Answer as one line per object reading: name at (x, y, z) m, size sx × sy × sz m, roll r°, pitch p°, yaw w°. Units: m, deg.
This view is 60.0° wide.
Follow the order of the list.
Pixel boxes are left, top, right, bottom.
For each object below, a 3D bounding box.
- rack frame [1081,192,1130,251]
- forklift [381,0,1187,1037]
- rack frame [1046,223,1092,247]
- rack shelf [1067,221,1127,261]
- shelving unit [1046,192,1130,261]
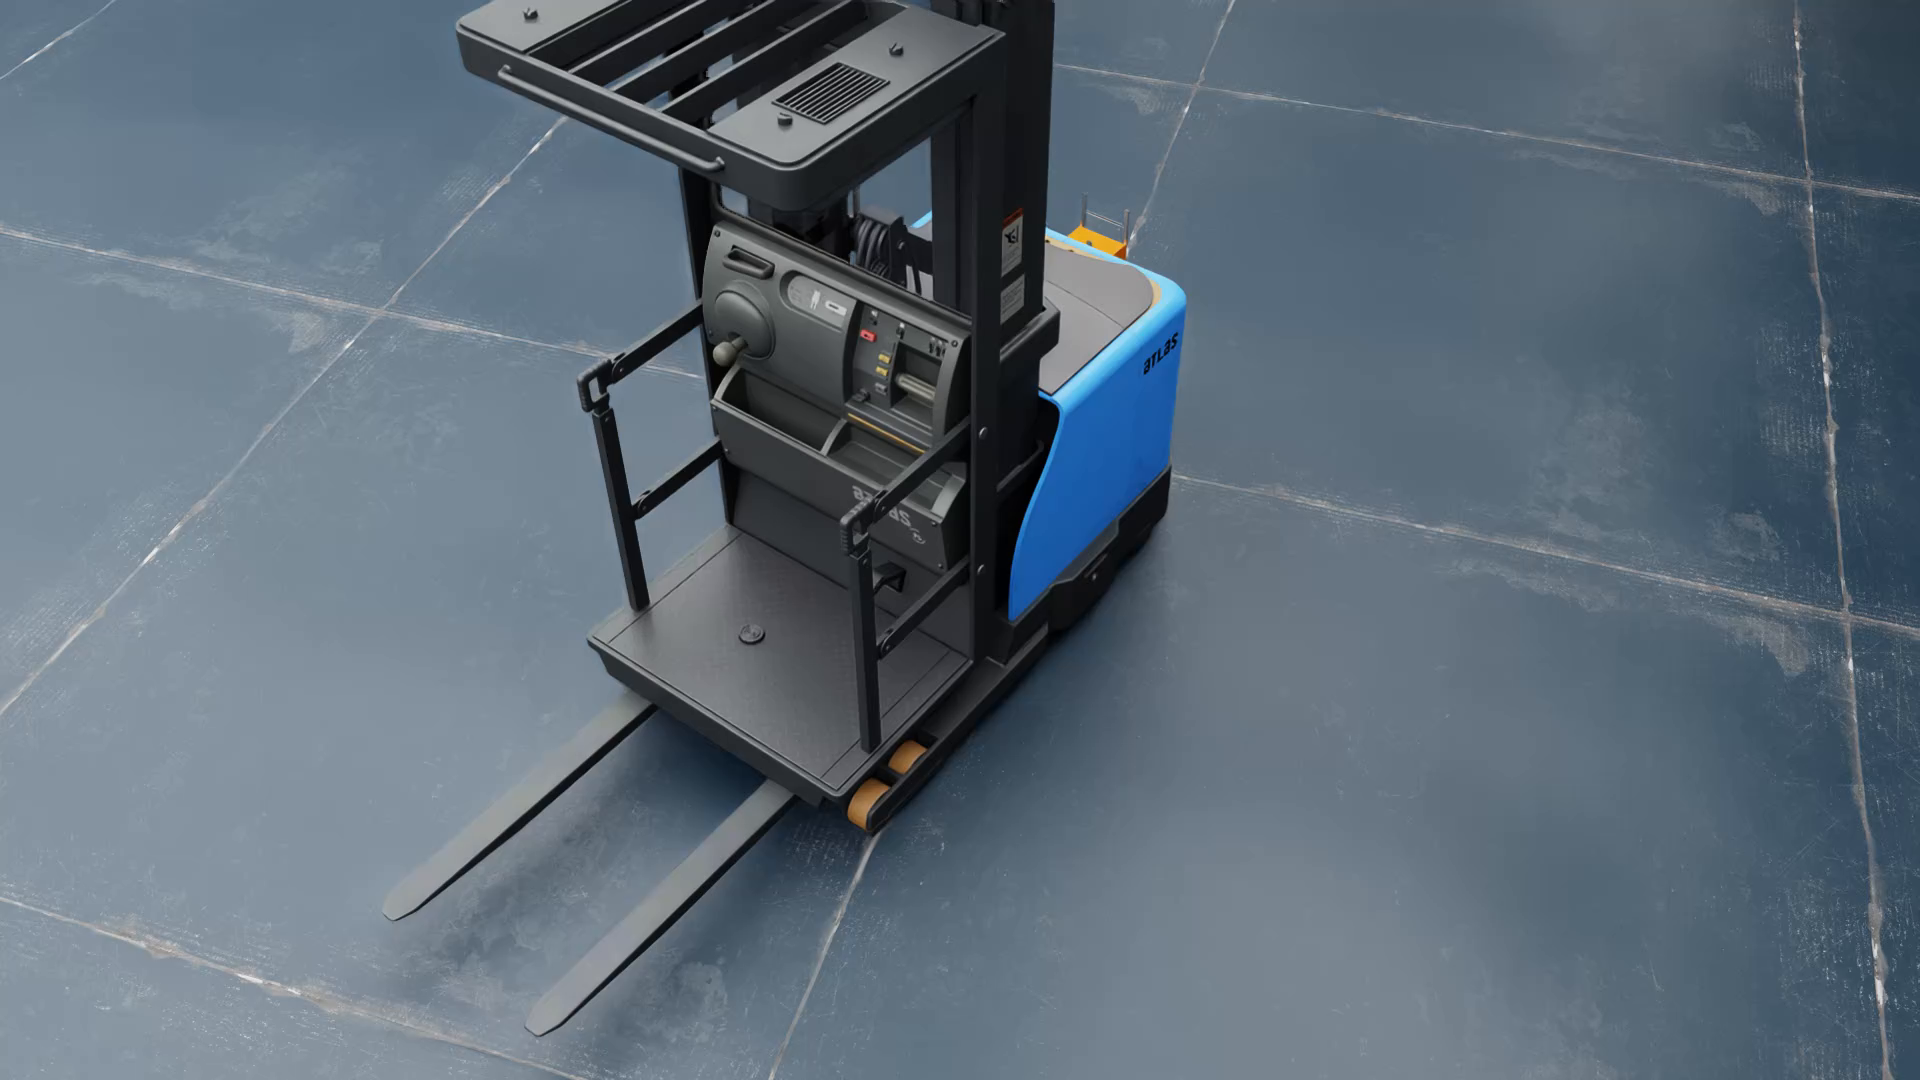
rack frame at (0.527, -0.845, 6.363) m, size 0.200 × 1.050 × 0.008 m, roll 28°, pitch 51°, yaw 25°
forklift at (-0.508, -0.515, 4.681) m, size 1.130 × 2.935 × 3.031 m, roll 28°, pitch 51°, yaw 25°
rack frame at (0.380, -0.709, 6.224) m, size 0.200 × 1.050 × 0.008 m, roll 28°, pitch 51°, yaw 25°
rack shelf at (0.453, -0.972, 6.102) m, size 0.215 × 0.259 × 0.240 m, roll 28°, pitch 51°, yaw 25°
shelving unit at (0.453, -0.777, 6.293) m, size 0.215 × 1.050 × 0.252 m, roll 28°, pitch 51°, yaw 25°
